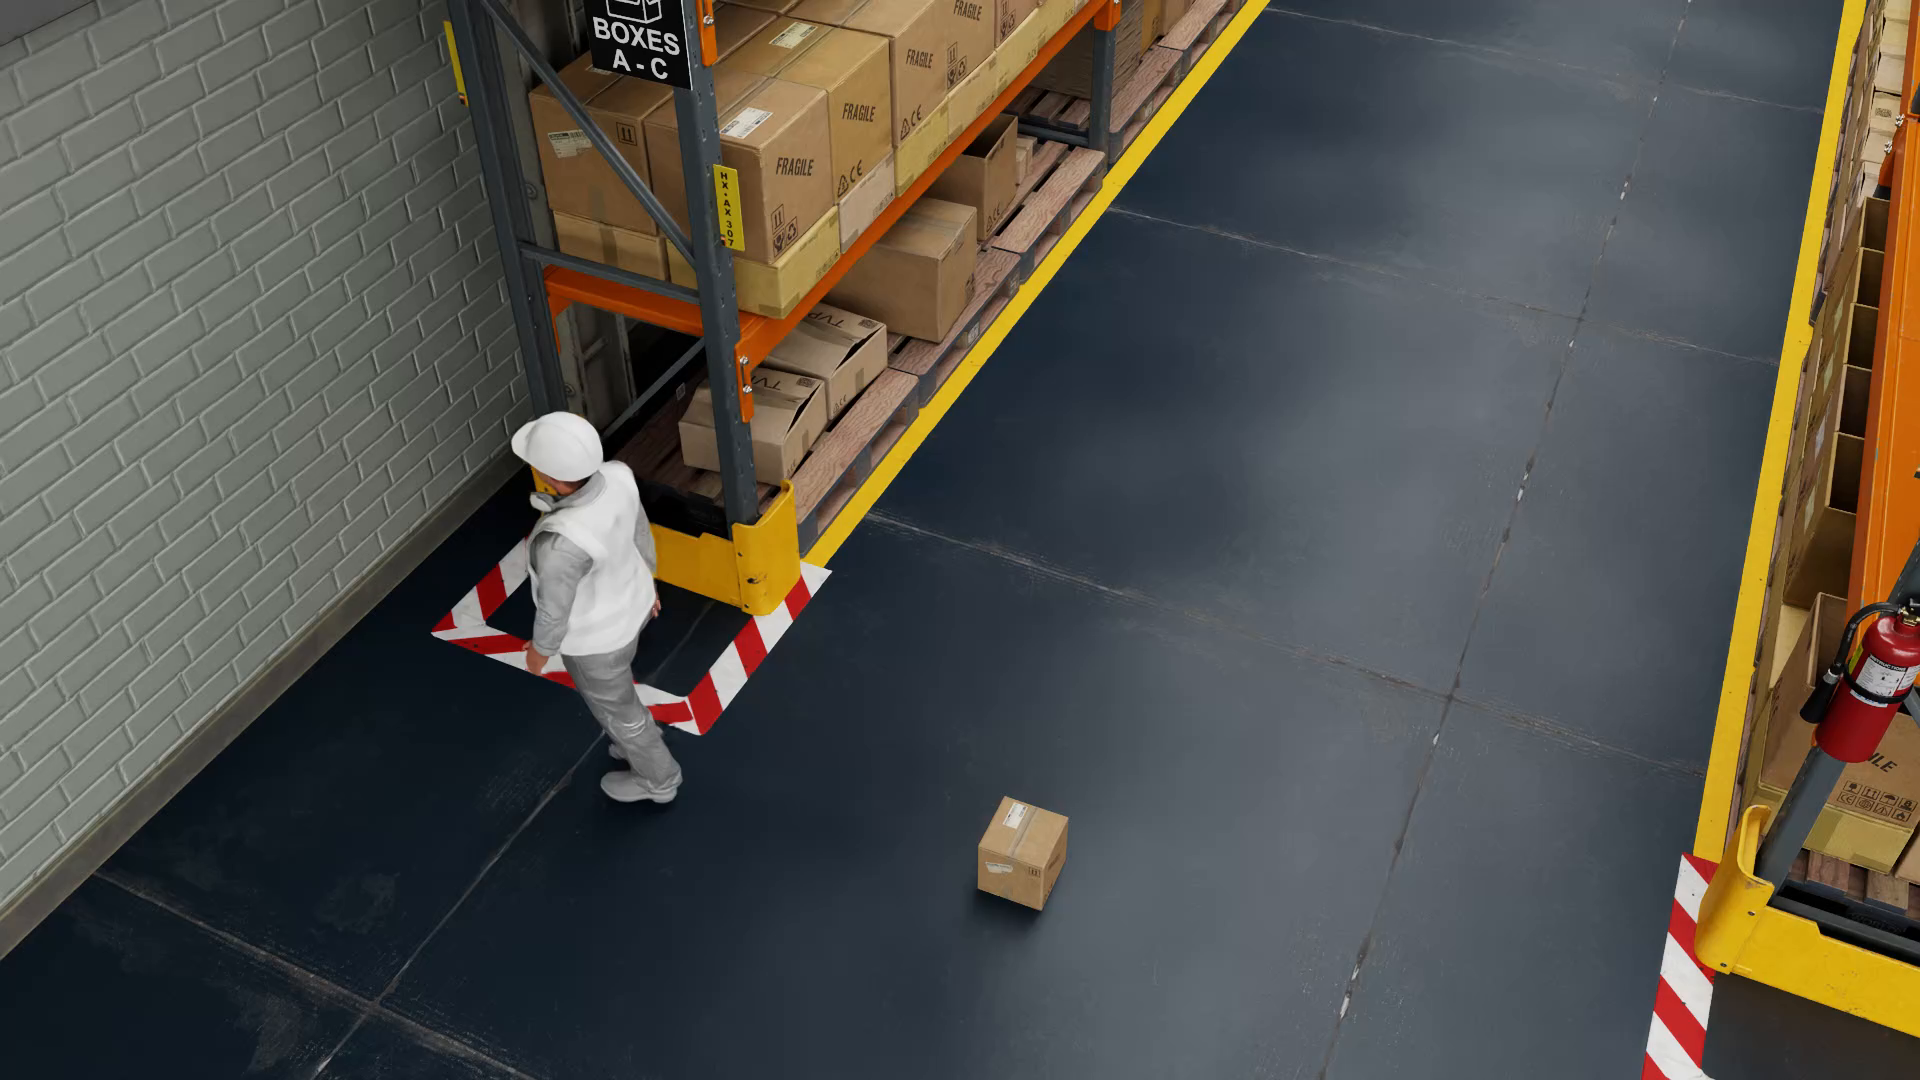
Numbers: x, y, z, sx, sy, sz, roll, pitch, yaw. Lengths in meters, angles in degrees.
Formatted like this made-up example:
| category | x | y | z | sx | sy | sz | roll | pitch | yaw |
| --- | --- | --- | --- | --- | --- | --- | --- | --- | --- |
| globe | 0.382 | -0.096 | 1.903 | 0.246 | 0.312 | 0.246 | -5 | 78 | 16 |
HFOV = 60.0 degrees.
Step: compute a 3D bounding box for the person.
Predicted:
| category | x | y | z | sx | sy | sz | roll | pitch | yaw |
| --- | --- | --- | --- | --- | --- | --- | --- | --- | --- |
| person | -1.288 | 0.278 | 5.826 | 0.501 | 1.816 | 0.547 | 9 | 43 | 10 |
